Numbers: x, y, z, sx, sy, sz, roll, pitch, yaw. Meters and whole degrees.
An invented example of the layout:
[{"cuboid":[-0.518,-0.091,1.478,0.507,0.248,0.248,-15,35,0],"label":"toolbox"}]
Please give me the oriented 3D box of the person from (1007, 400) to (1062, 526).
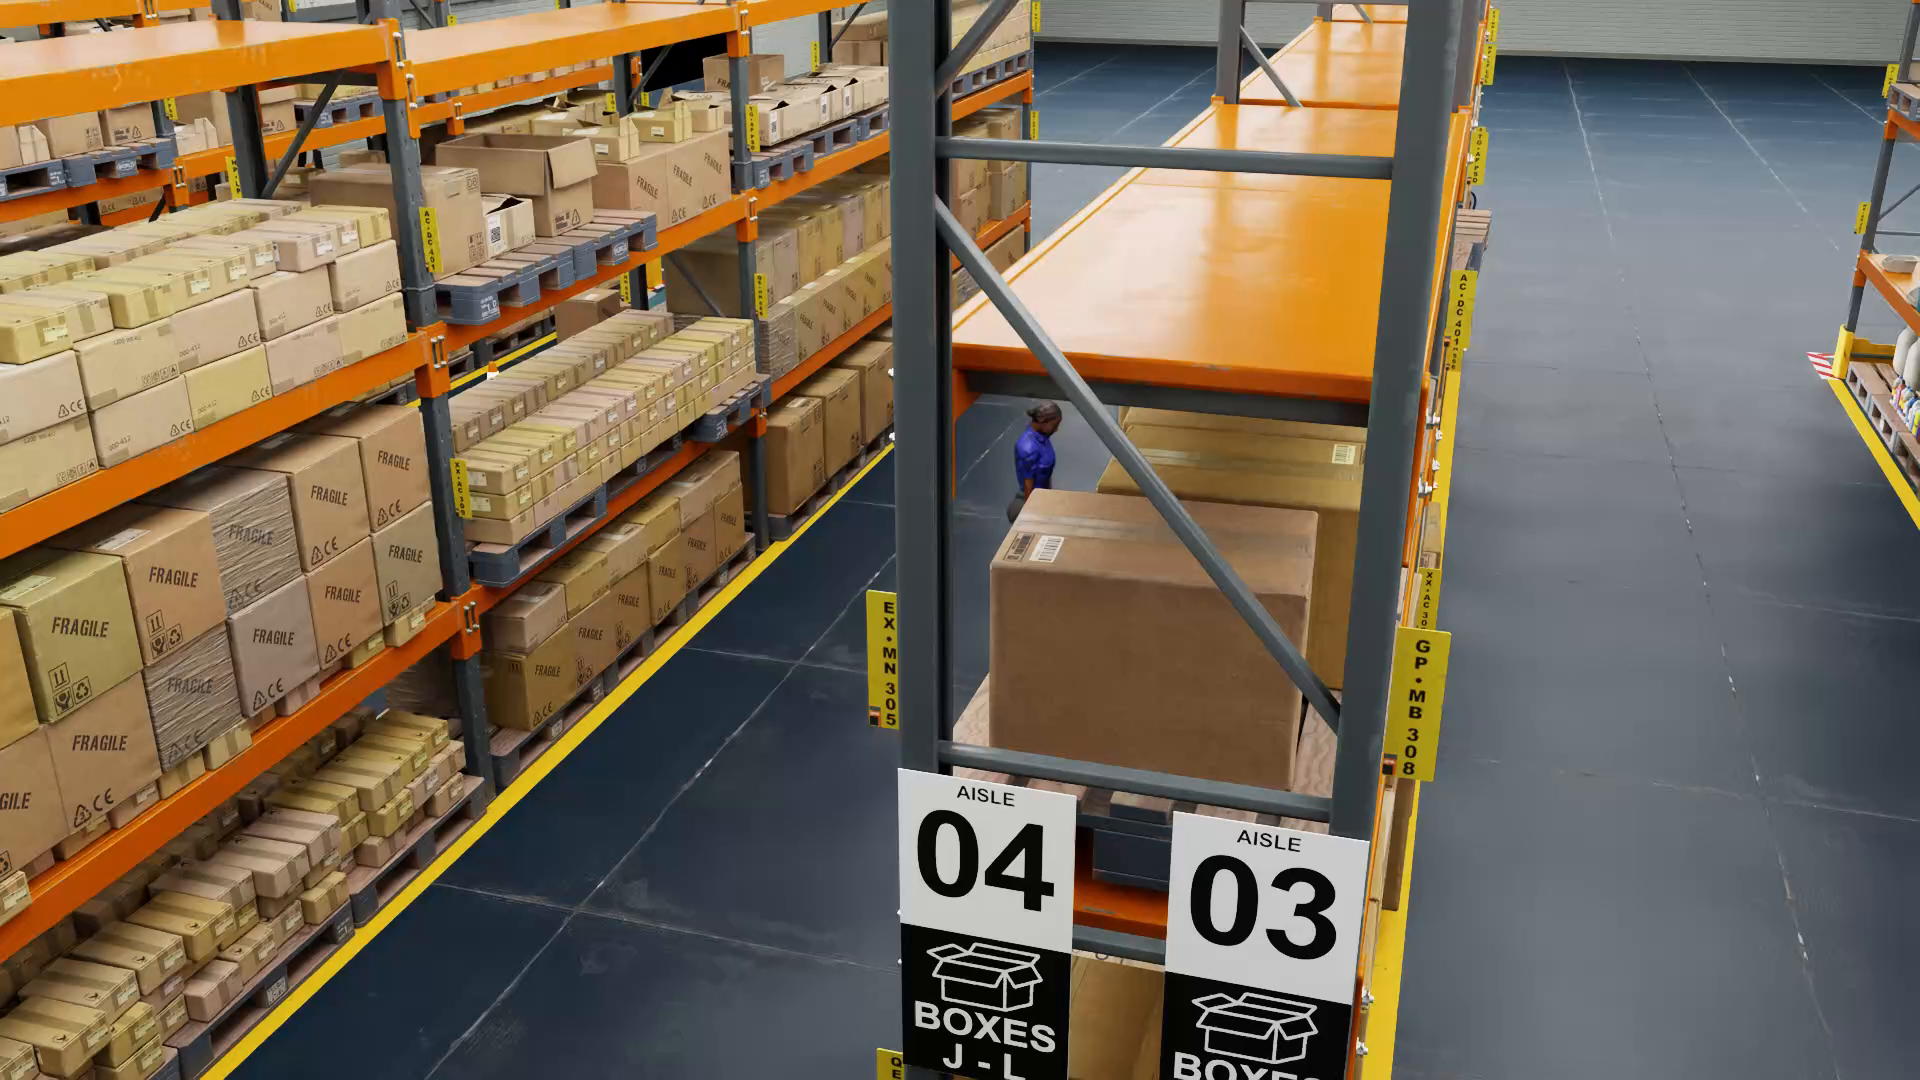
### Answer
[{"cuboid":[0.534,-0.204,11.662,0.354,1.626,0.450,7,23,17],"label":"person"}]
